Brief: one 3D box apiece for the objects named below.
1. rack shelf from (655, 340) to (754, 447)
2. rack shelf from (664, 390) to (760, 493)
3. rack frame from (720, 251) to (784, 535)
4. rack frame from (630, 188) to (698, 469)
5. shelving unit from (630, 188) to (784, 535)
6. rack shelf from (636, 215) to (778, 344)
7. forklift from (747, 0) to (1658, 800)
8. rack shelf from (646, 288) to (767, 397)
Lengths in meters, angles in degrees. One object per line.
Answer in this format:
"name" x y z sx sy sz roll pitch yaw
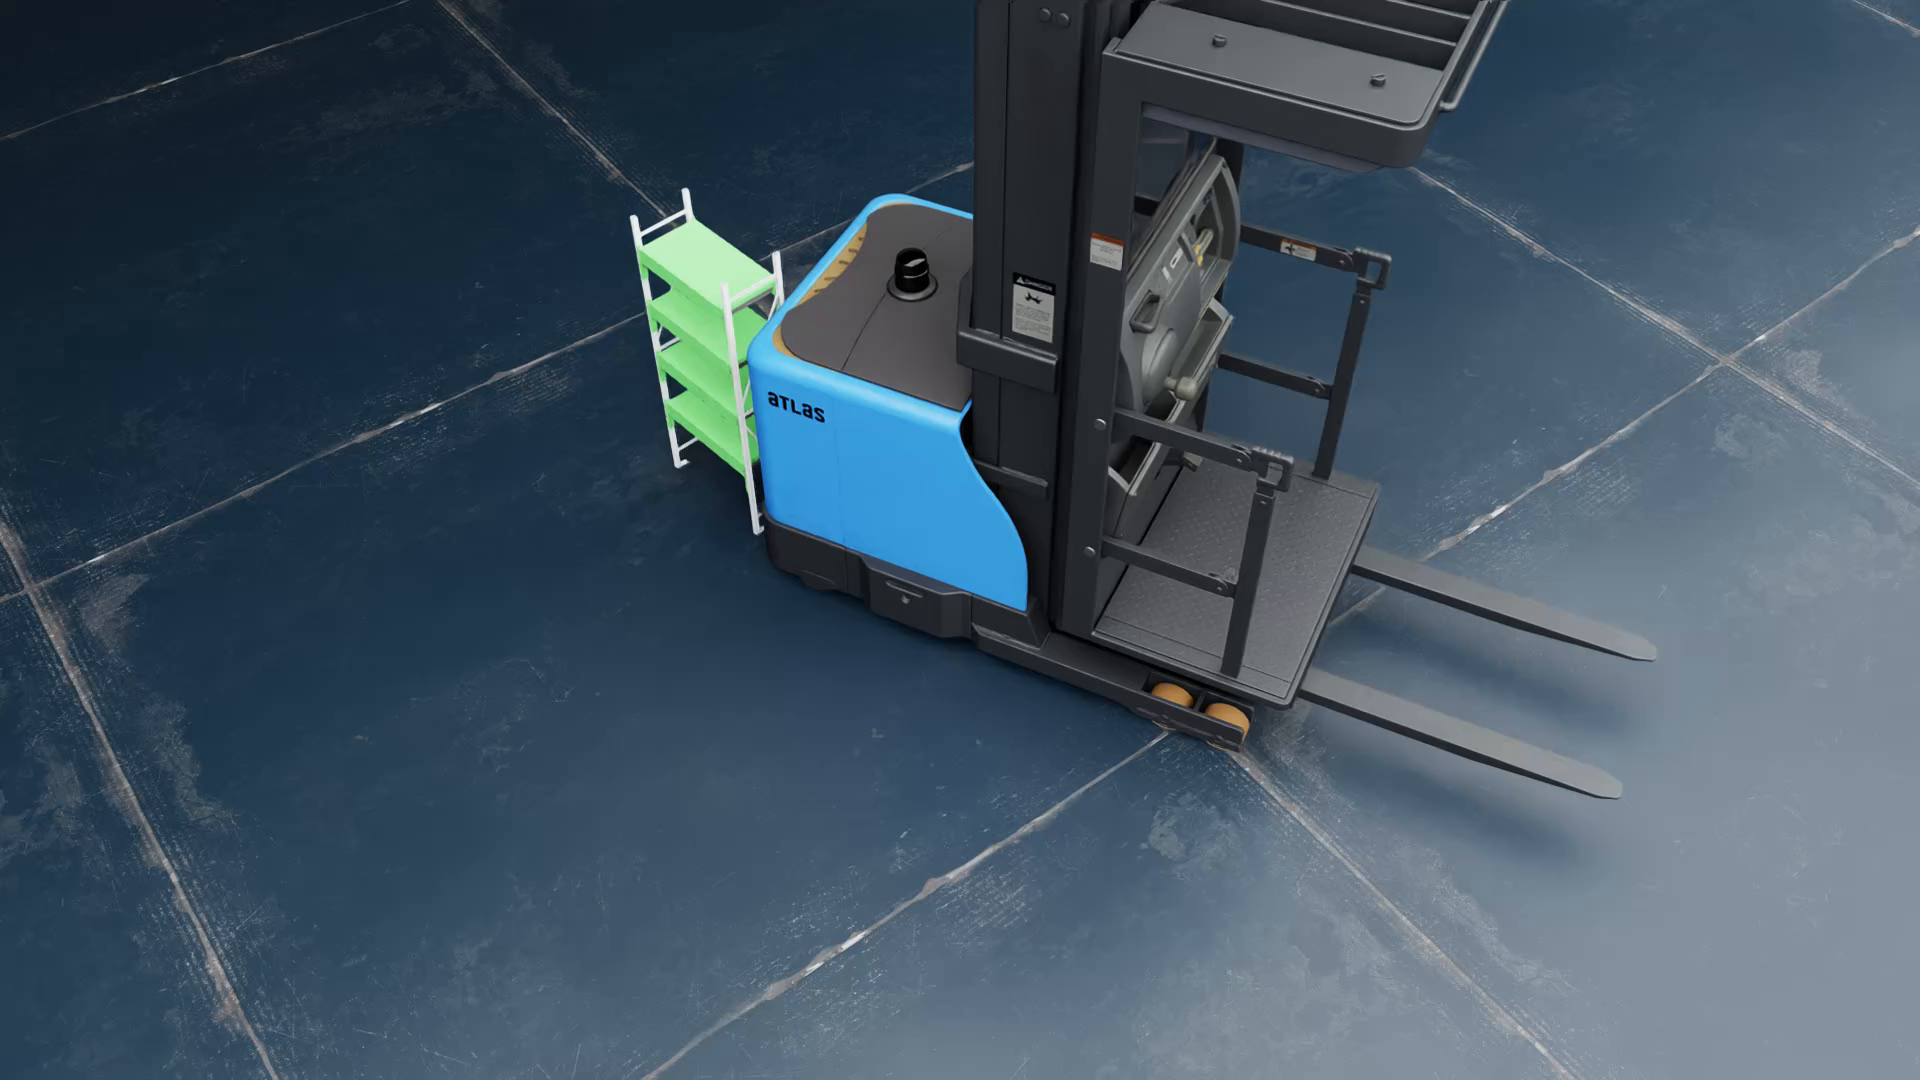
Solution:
"rack shelf" -0.856 -0.573 6.046 0.258 0.148 0.480 -35 57 -28
"rack shelf" -0.856 -0.412 6.224 0.258 0.148 0.480 -35 57 -28
"rack frame" -0.687 -0.486 5.881 0.240 1.200 0.015 -35 57 -28
"rack frame" -1.025 -0.747 6.117 0.240 1.200 0.015 -35 57 -28
"shelving unit" -0.856 -0.616 5.999 0.258 1.200 0.503 -35 57 -28
"rack shelf" -0.856 -0.896 5.691 0.258 0.148 0.480 -35 57 -28
"forklift" 0.848 -0.729 4.933 3.031 2.935 1.130 20 51 17
"rack shelf" -0.856 -0.735 5.868 0.258 0.148 0.480 -35 57 -28
